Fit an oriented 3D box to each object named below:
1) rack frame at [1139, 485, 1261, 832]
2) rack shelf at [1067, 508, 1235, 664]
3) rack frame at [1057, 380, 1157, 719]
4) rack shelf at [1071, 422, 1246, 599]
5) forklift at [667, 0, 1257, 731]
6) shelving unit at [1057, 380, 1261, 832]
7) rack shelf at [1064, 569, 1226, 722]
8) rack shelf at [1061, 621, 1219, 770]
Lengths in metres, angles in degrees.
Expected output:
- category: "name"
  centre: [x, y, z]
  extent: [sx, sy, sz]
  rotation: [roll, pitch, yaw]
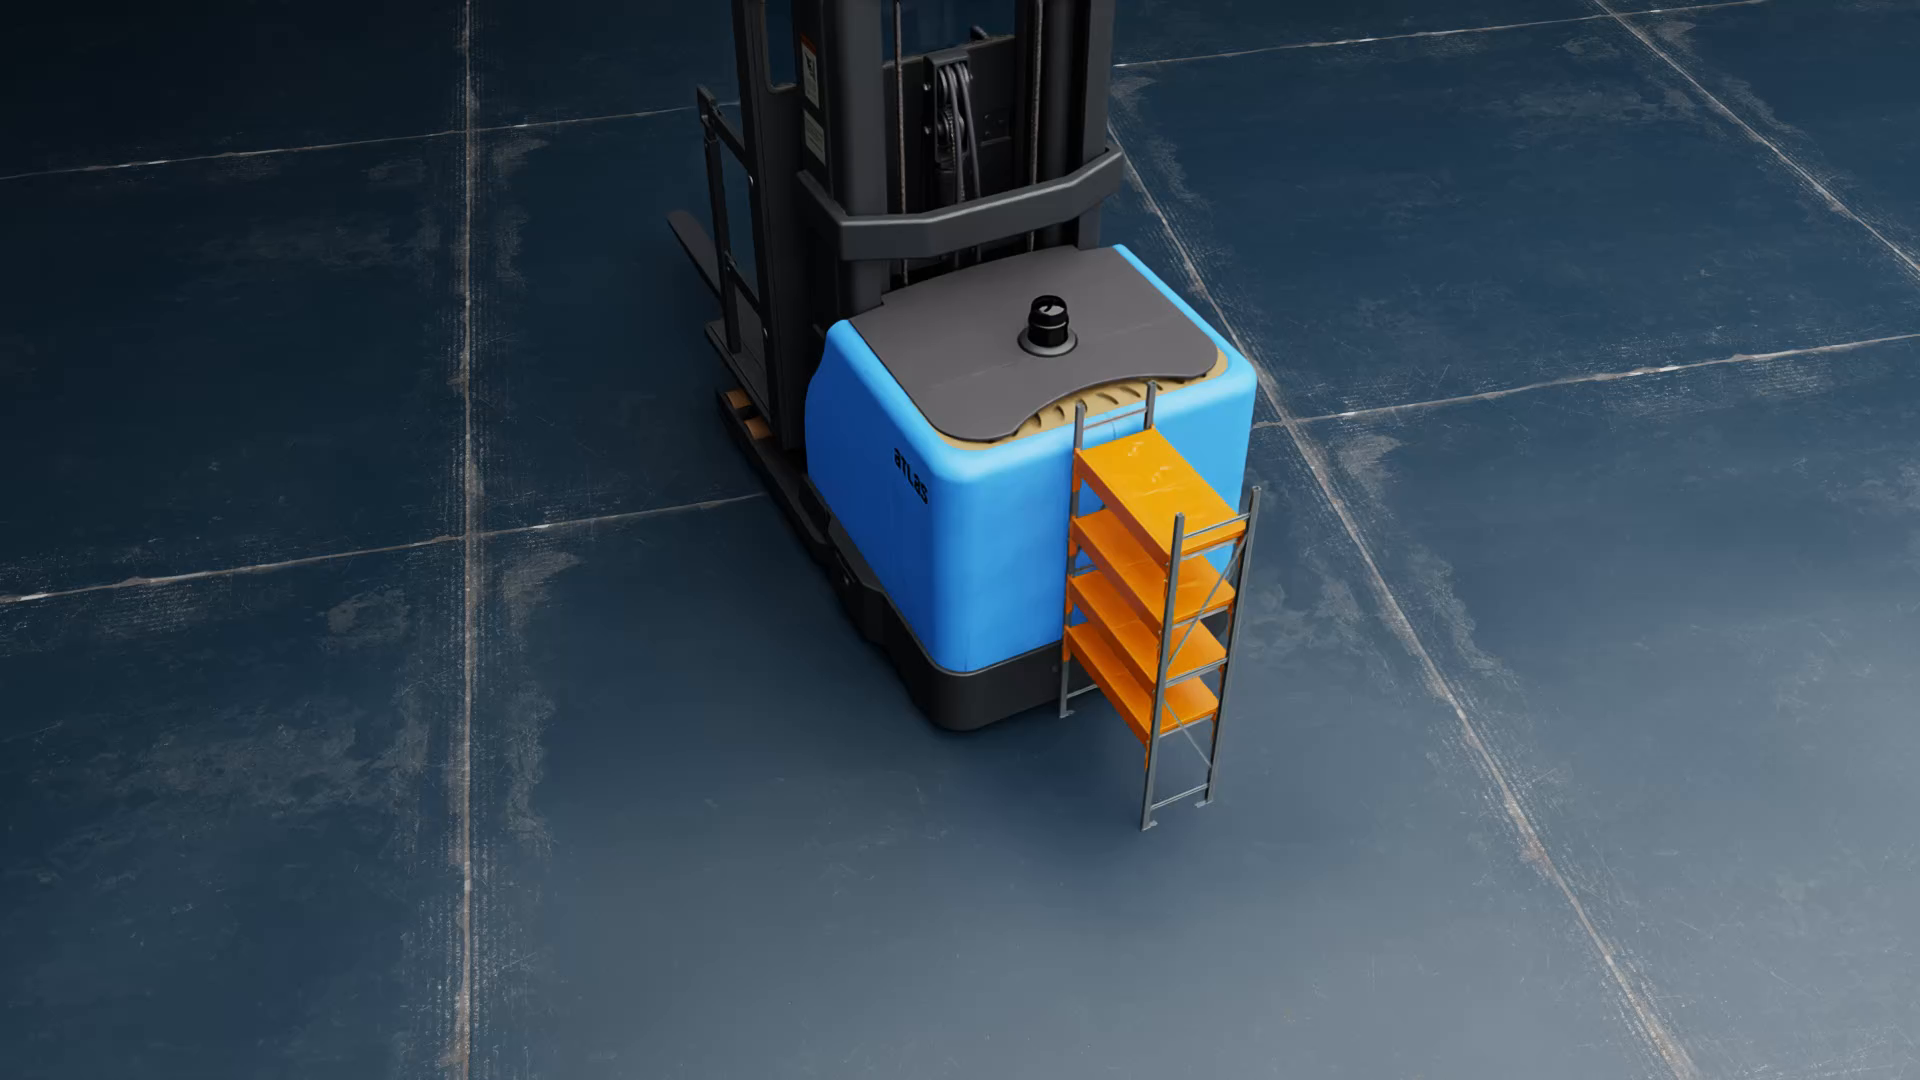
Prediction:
- category: "rack frame"
  centre: [0.630, 0.354, 4.448]
  extent: [0.240, 1.200, 0.015]
  rotation: [-18, 45, -20]
- category: "rack shelf"
  centre: [0.521, 0.092, 4.507]
  extent: [0.258, 0.148, 0.480]
  rotation: [-18, 45, -20]
- category: "rack frame"
  centre: [0.412, 0.064, 4.774]
  extent: [0.240, 1.200, 0.015]
  rotation: [-18, 45, -20]
- category: "rack shelf"
  centre: [0.521, -0.085, 4.350]
  extent: [0.258, 0.148, 0.480]
  rotation: [-18, 45, -20]
- category: "forklift"
  centre: [-0.250, -1.499, 5.231]
  extent: [1.130, 2.935, 3.031]
  rotation: [-18, 45, -20]
- category: "shelving unit"
  centre: [0.521, 0.209, 4.611]
  extent: [0.258, 1.200, 0.503]
  rotation: [-18, 45, -20]
- category: "rack shelf"
  centre: [0.521, 0.259, 4.656]
  extent: [0.258, 0.148, 0.480]
  rotation: [-18, 45, -20]
- category: "rack shelf"
  centre: [0.521, 0.408, 4.788]
  extent: [0.258, 0.148, 0.480]
  rotation: [-18, 45, -20]
